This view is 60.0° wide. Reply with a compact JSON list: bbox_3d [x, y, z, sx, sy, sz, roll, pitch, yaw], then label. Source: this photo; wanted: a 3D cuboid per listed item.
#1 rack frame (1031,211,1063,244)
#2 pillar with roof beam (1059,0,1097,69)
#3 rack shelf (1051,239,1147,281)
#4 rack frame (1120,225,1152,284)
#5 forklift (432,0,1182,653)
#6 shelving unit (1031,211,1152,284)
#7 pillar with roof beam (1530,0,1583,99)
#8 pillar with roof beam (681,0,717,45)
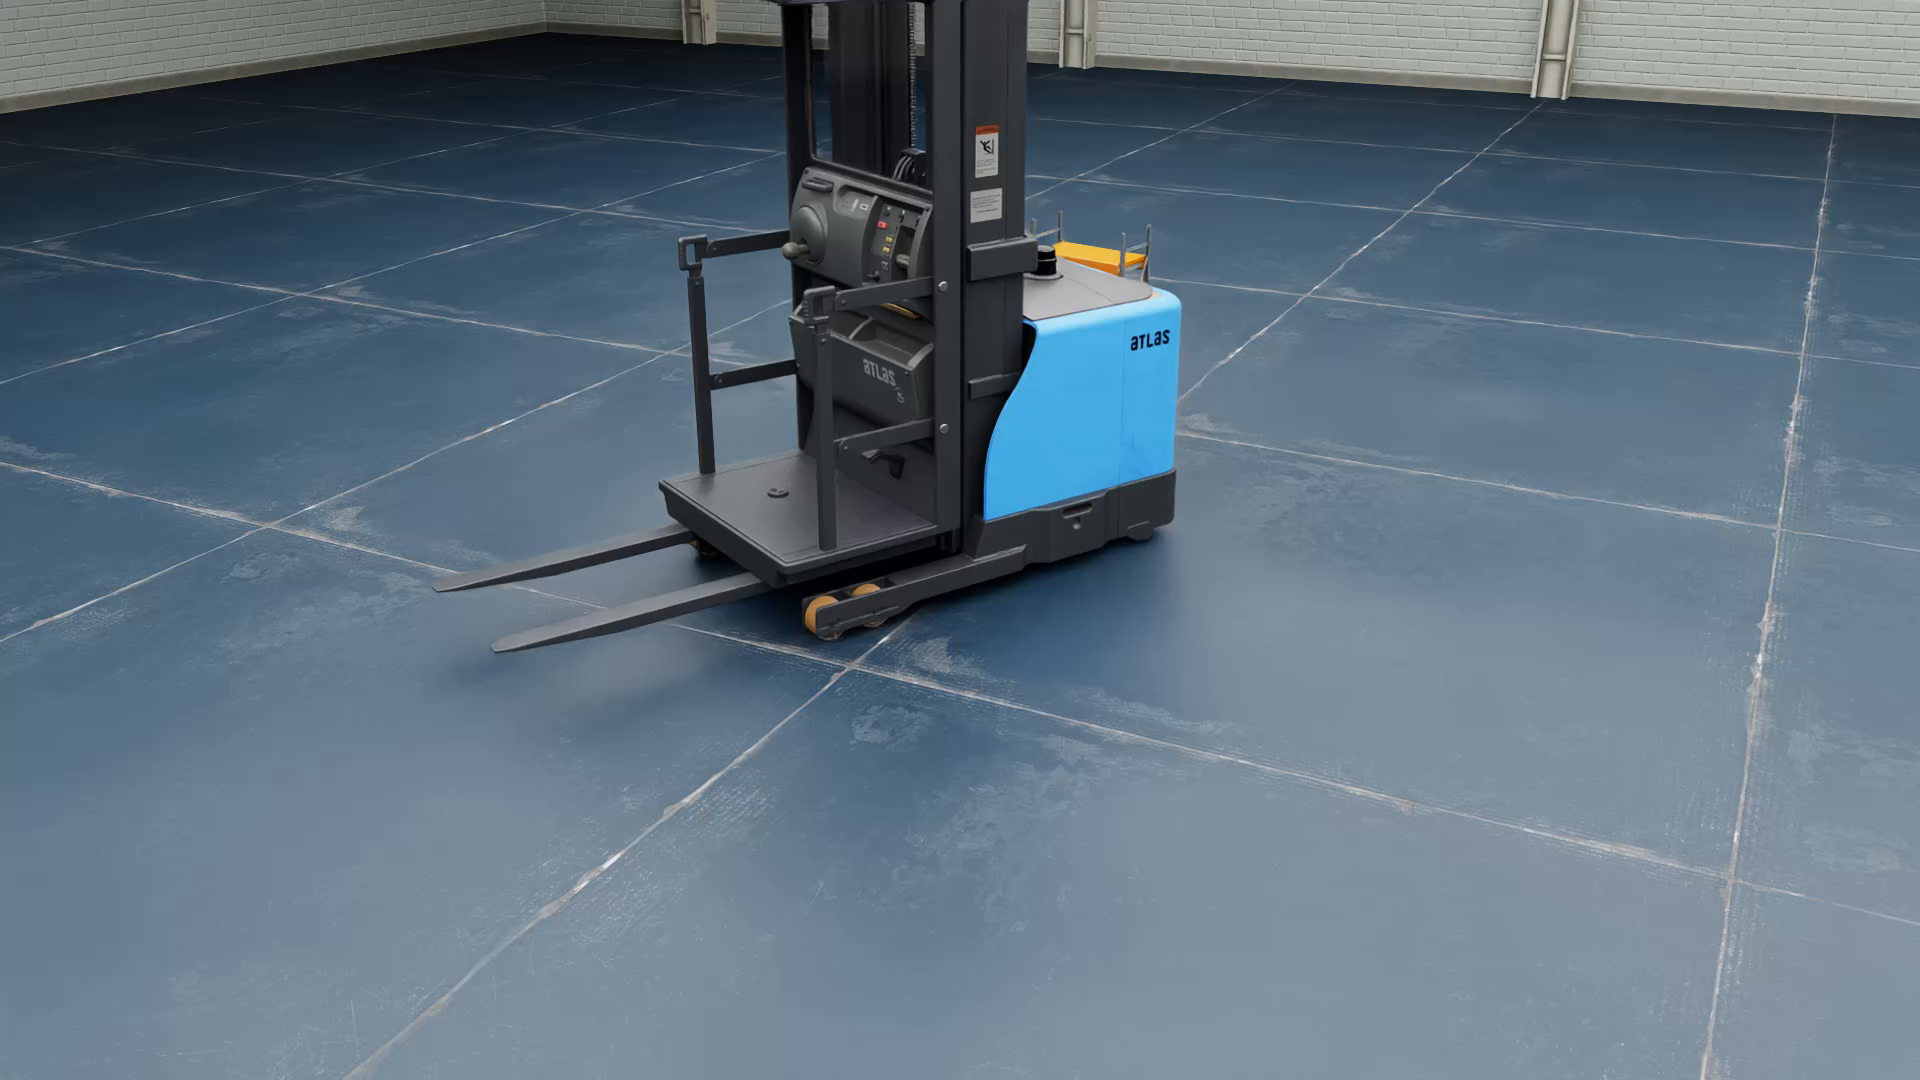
[{"bbox_3d":[0.405,-0.959,7.971,0.015,1.200,0.240,17,28,34],"label":"rack frame"},{"bbox_3d":[-0.400,-8.880,16.632,0.400,9.000,9.100,11,25,25],"label":"pillar with roof beam"},{"bbox_3d":[0.599,-1.262,7.681,0.480,0.148,0.258,17,28,34],"label":"rack shelf"},{"bbox_3d":[0.792,-0.842,7.698,0.015,1.200,0.240,17,28,34],"label":"rack frame"},{"bbox_3d":[-0.562,-1.201,6.330,3.031,2.935,1.130,-15,27,-32],"label":"forklift"},{"bbox_3d":[0.599,-0.901,7.835,0.503,1.200,0.258,17,28,34],"label":"shelving unit"},{"bbox_3d":[4.955,-7.820,14.141,0.400,9.000,9.100,11,25,25],"label":"pillar with roof beam"},{"bbox_3d":[-5.754,-9.939,19.123,0.400,9.000,9.100,11,25,25],"label":"pillar with roof beam"}]
